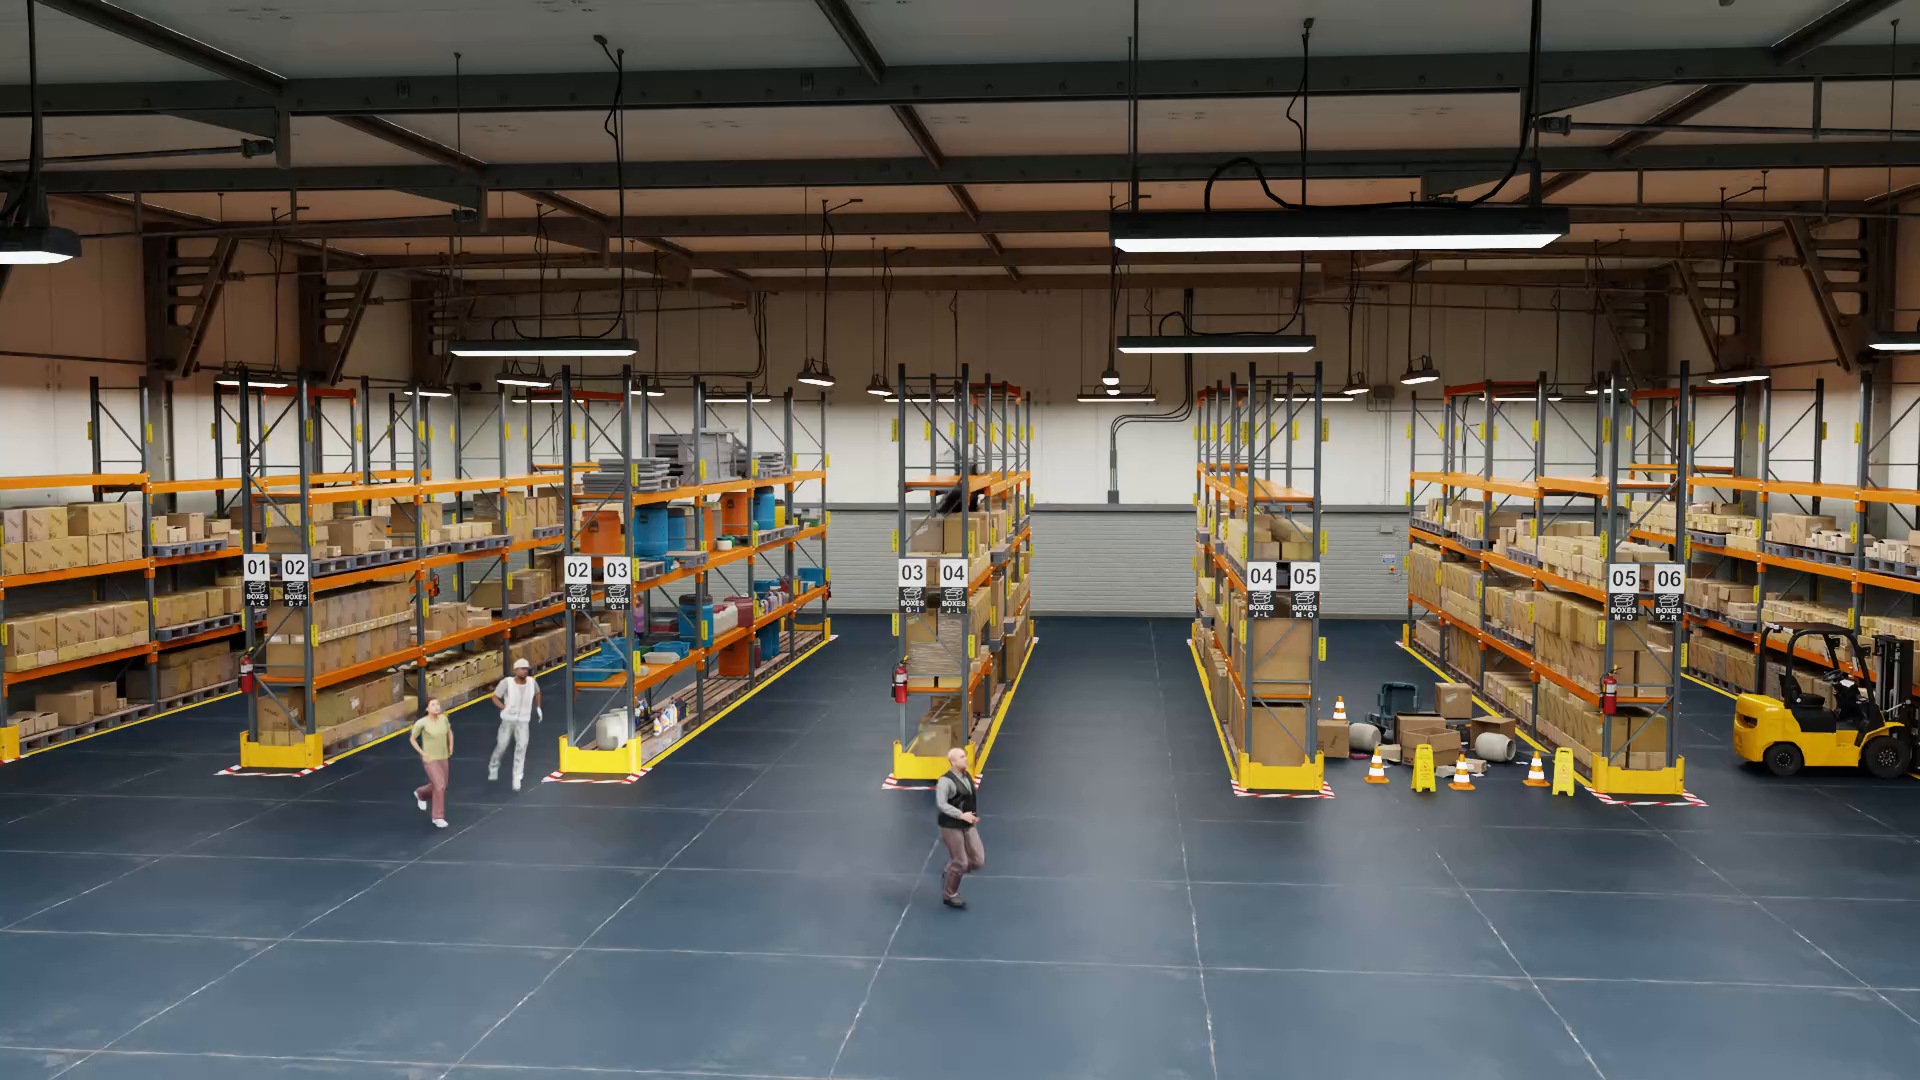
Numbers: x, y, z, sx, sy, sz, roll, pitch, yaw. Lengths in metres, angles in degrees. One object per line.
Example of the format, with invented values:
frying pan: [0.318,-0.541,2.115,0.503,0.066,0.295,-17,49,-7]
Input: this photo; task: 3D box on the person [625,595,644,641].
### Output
person: [-6.847,1.950,35.301,0.556,1.604,0.802,0,4,-3]

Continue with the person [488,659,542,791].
person: [-6.286,2.588,23.659,0.753,1.804,0.850,-2,4,-30]

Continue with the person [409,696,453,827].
person: [-6.794,2.817,21.343,0.712,1.668,0.584,3,5,40]

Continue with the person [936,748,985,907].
person: [0.010,3.028,17.573,0.591,1.675,0.687,2,4,33]
